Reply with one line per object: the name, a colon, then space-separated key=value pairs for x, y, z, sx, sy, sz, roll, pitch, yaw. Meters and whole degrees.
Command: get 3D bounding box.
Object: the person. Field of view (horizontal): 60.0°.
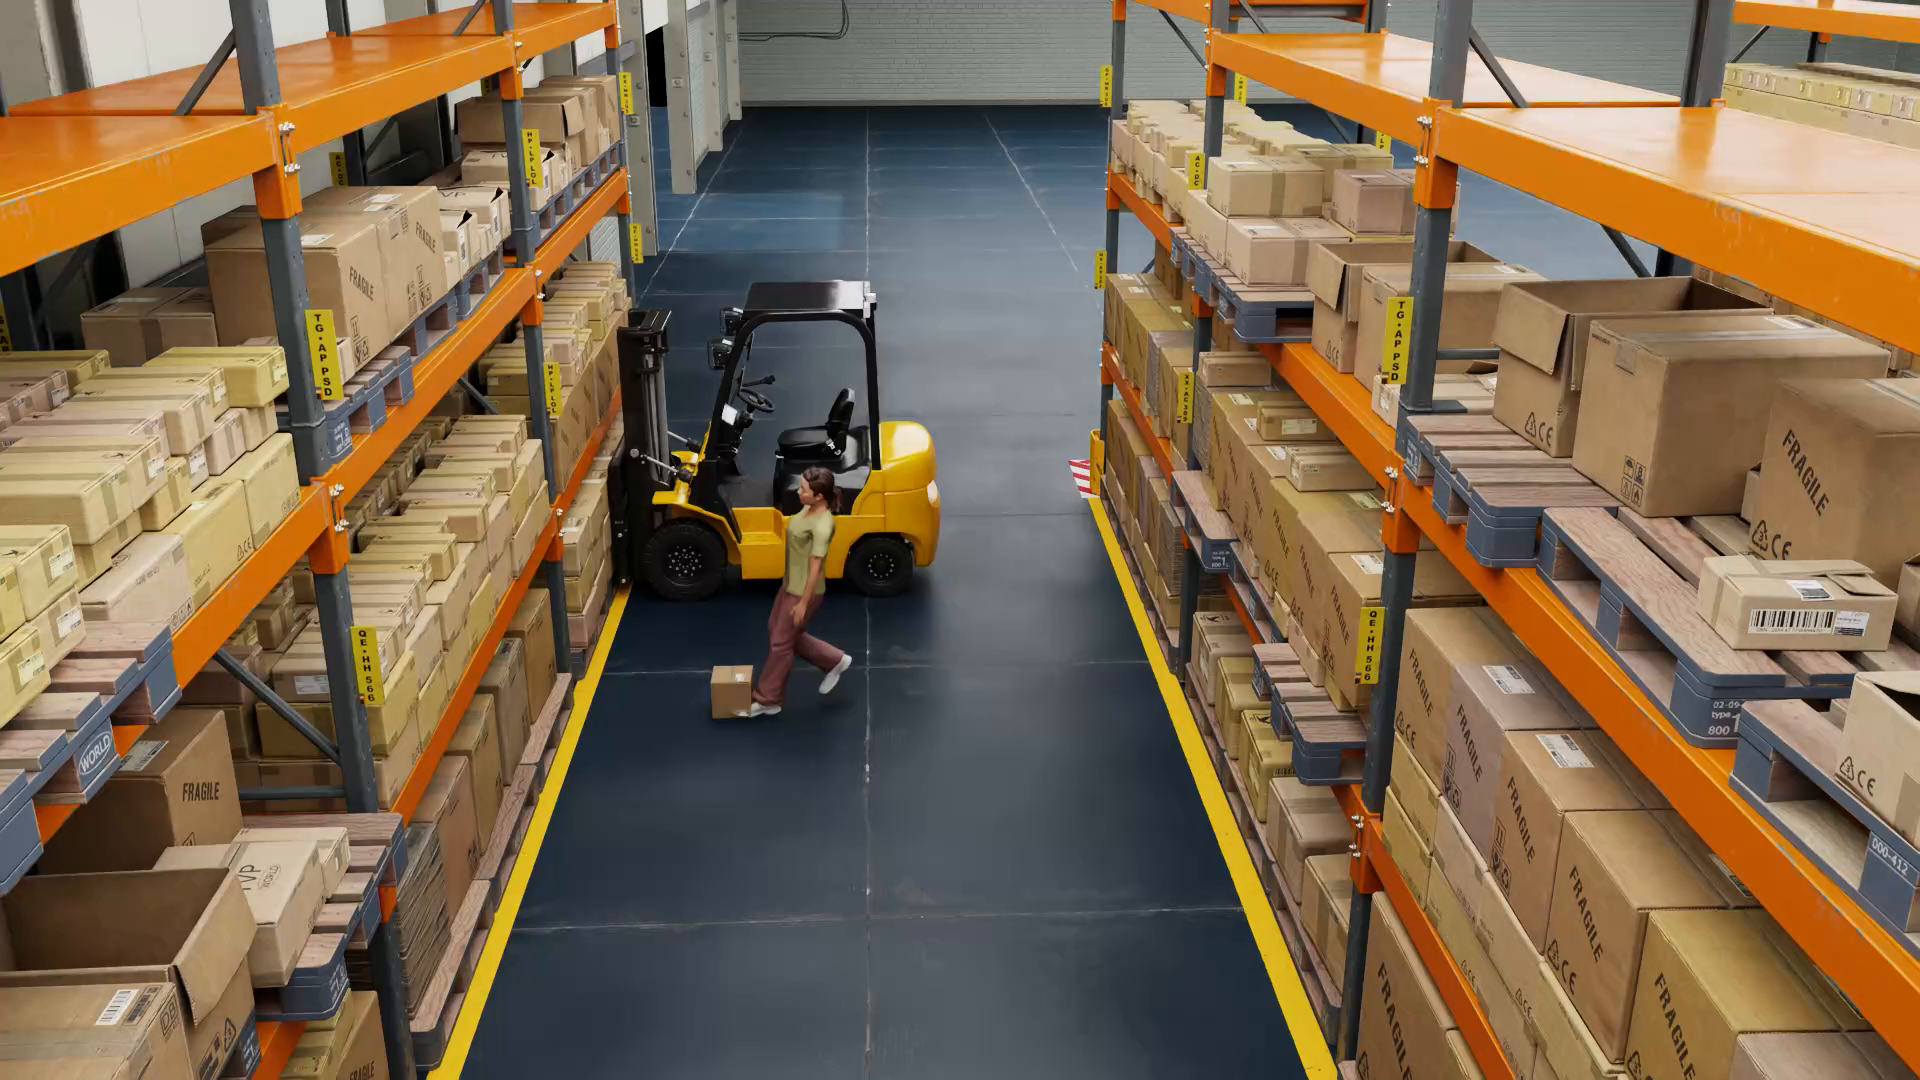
person: x=-1.059 y=0.311 z=10.313 sx=0.775 sy=1.623 sz=0.490 roll=-4 pitch=21 yaw=-11
